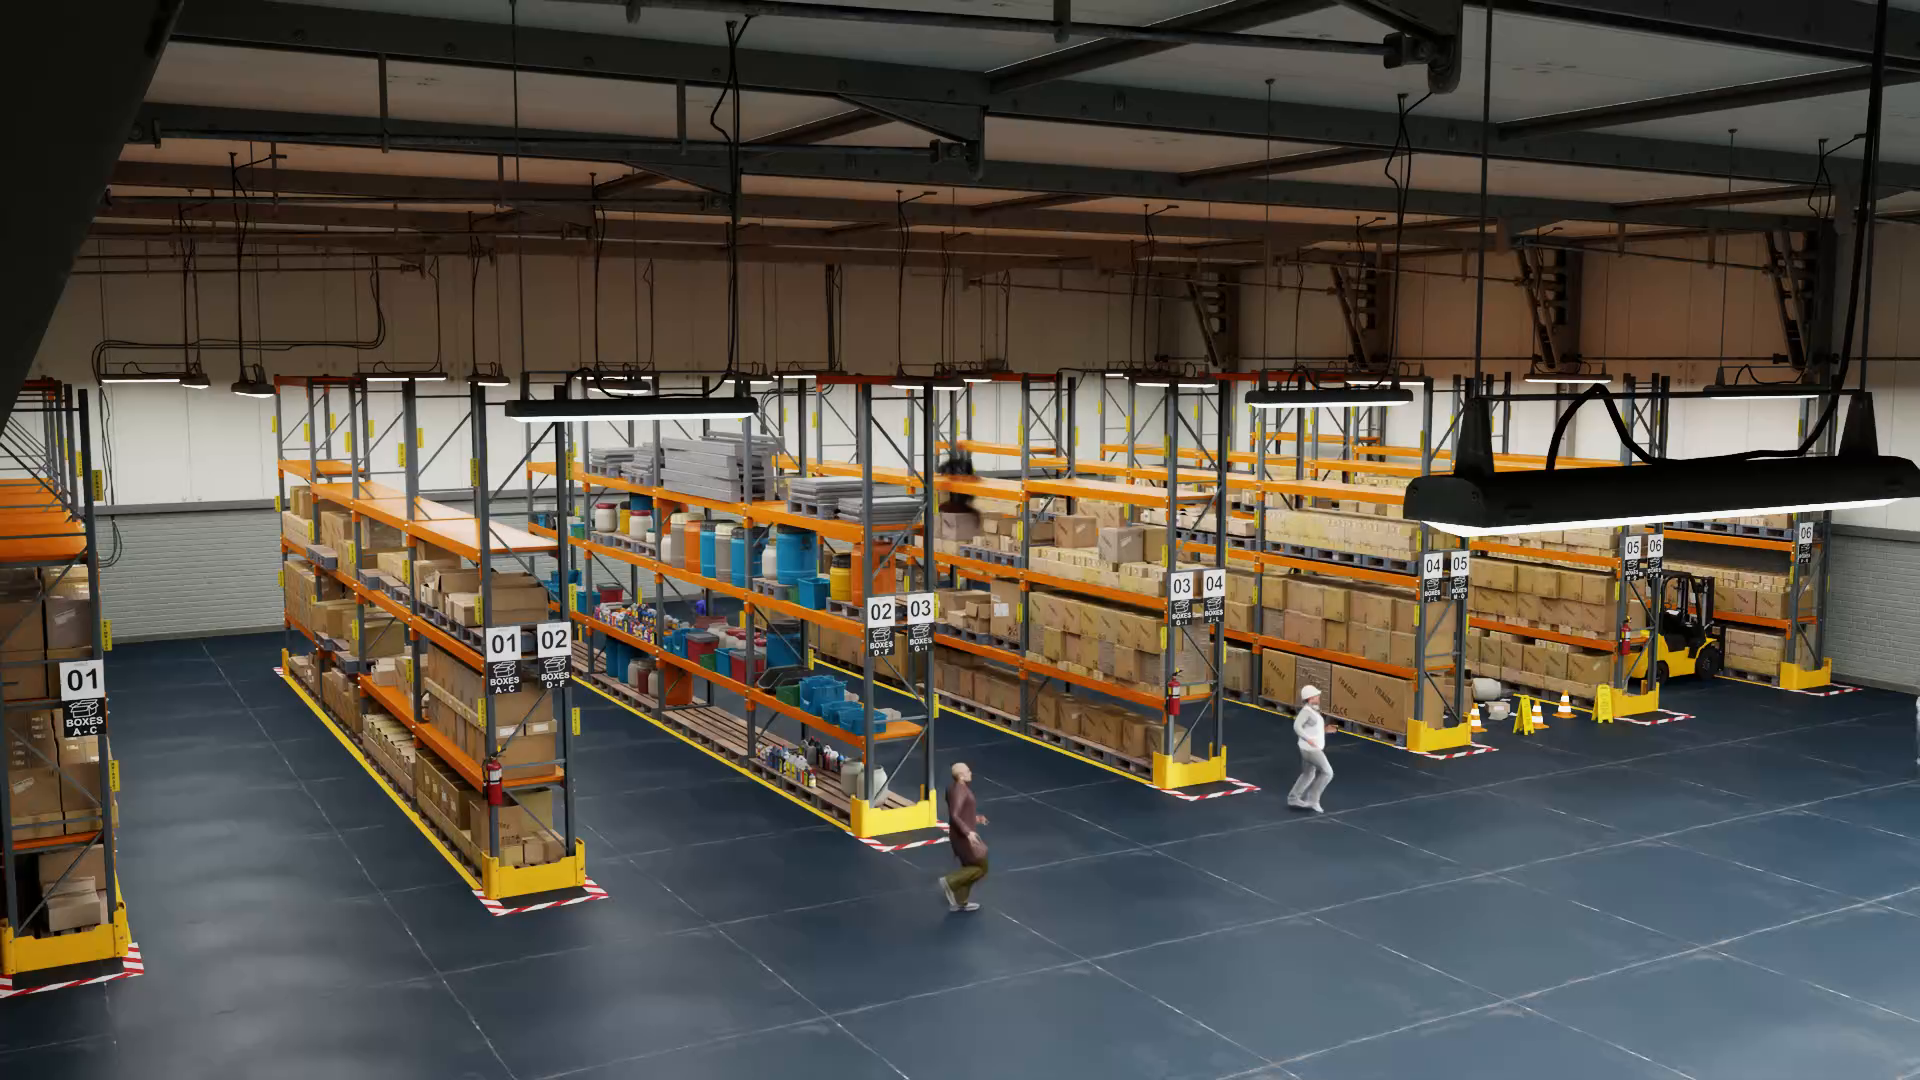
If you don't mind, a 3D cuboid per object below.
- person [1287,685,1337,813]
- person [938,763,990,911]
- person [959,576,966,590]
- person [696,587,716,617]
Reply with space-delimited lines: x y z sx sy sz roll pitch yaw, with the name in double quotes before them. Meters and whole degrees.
"person" 4.927 2.932 23.271 0.660 1.808 0.631 1 6 9
"person" 0.046 3.396 19.009 0.635 1.730 0.708 -1 6 -11
"person" 0.106 0.825 42.436 0.775 1.820 0.691 -3 7 -26
"person" -5.172 1.806 34.048 0.554 1.699 0.746 -5 8 -36
